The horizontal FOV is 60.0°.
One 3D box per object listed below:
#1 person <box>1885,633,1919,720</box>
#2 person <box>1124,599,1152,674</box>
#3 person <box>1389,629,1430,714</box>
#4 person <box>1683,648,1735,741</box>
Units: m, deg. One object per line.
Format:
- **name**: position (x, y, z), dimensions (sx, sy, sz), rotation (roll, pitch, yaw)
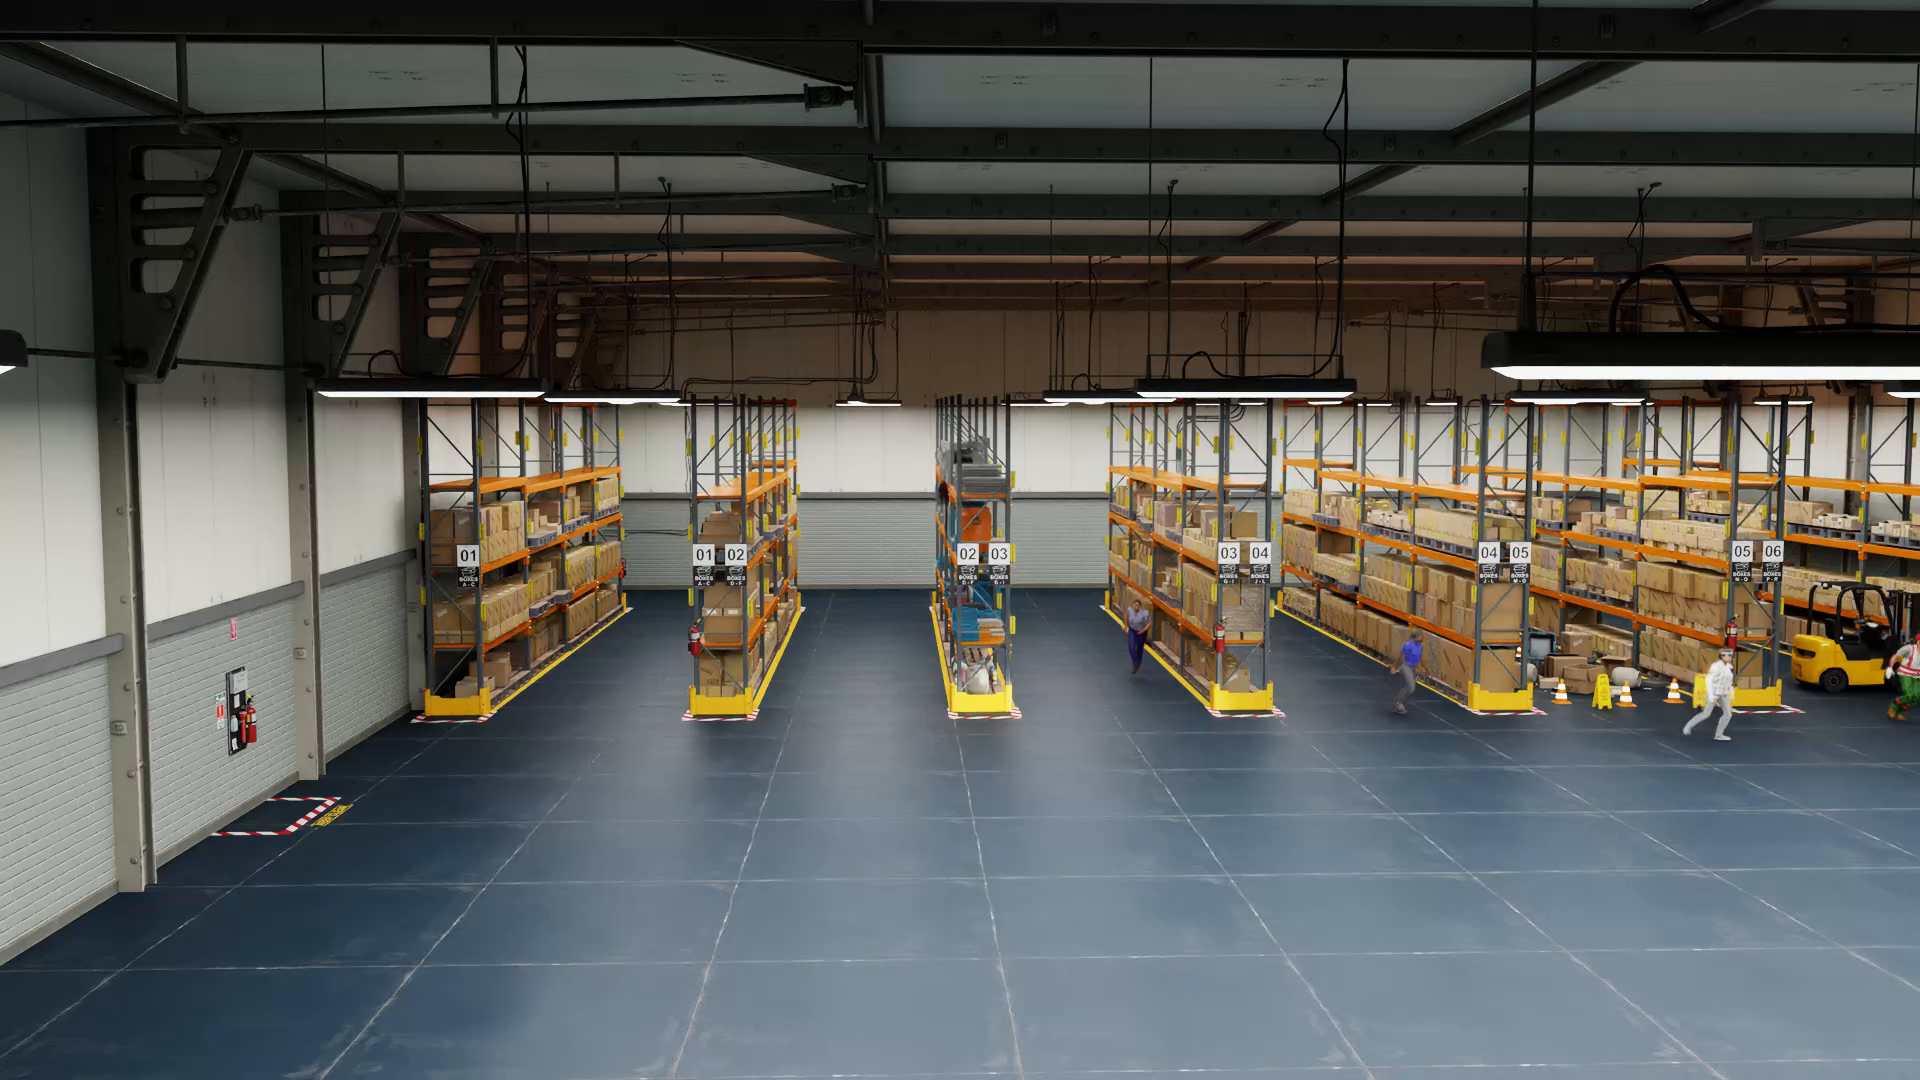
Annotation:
- **person**: position (17.470, 2.500, 30.509), dimensions (0.710, 1.647, 0.675), rotation (-1, 5, -12)
- **person**: position (3.730, 1.965, 34.755), dimensions (0.610, 1.555, 0.948), rotation (1, 5, 14)
- **person**: position (8.442, 2.468, 31.195), dimensions (0.628, 1.617, 0.580), rotation (4, 6, 45)
- **person**: position (13.016, 2.643, 28.825), dimensions (0.723, 1.610, 0.673), rotation (-2, 5, -24)
